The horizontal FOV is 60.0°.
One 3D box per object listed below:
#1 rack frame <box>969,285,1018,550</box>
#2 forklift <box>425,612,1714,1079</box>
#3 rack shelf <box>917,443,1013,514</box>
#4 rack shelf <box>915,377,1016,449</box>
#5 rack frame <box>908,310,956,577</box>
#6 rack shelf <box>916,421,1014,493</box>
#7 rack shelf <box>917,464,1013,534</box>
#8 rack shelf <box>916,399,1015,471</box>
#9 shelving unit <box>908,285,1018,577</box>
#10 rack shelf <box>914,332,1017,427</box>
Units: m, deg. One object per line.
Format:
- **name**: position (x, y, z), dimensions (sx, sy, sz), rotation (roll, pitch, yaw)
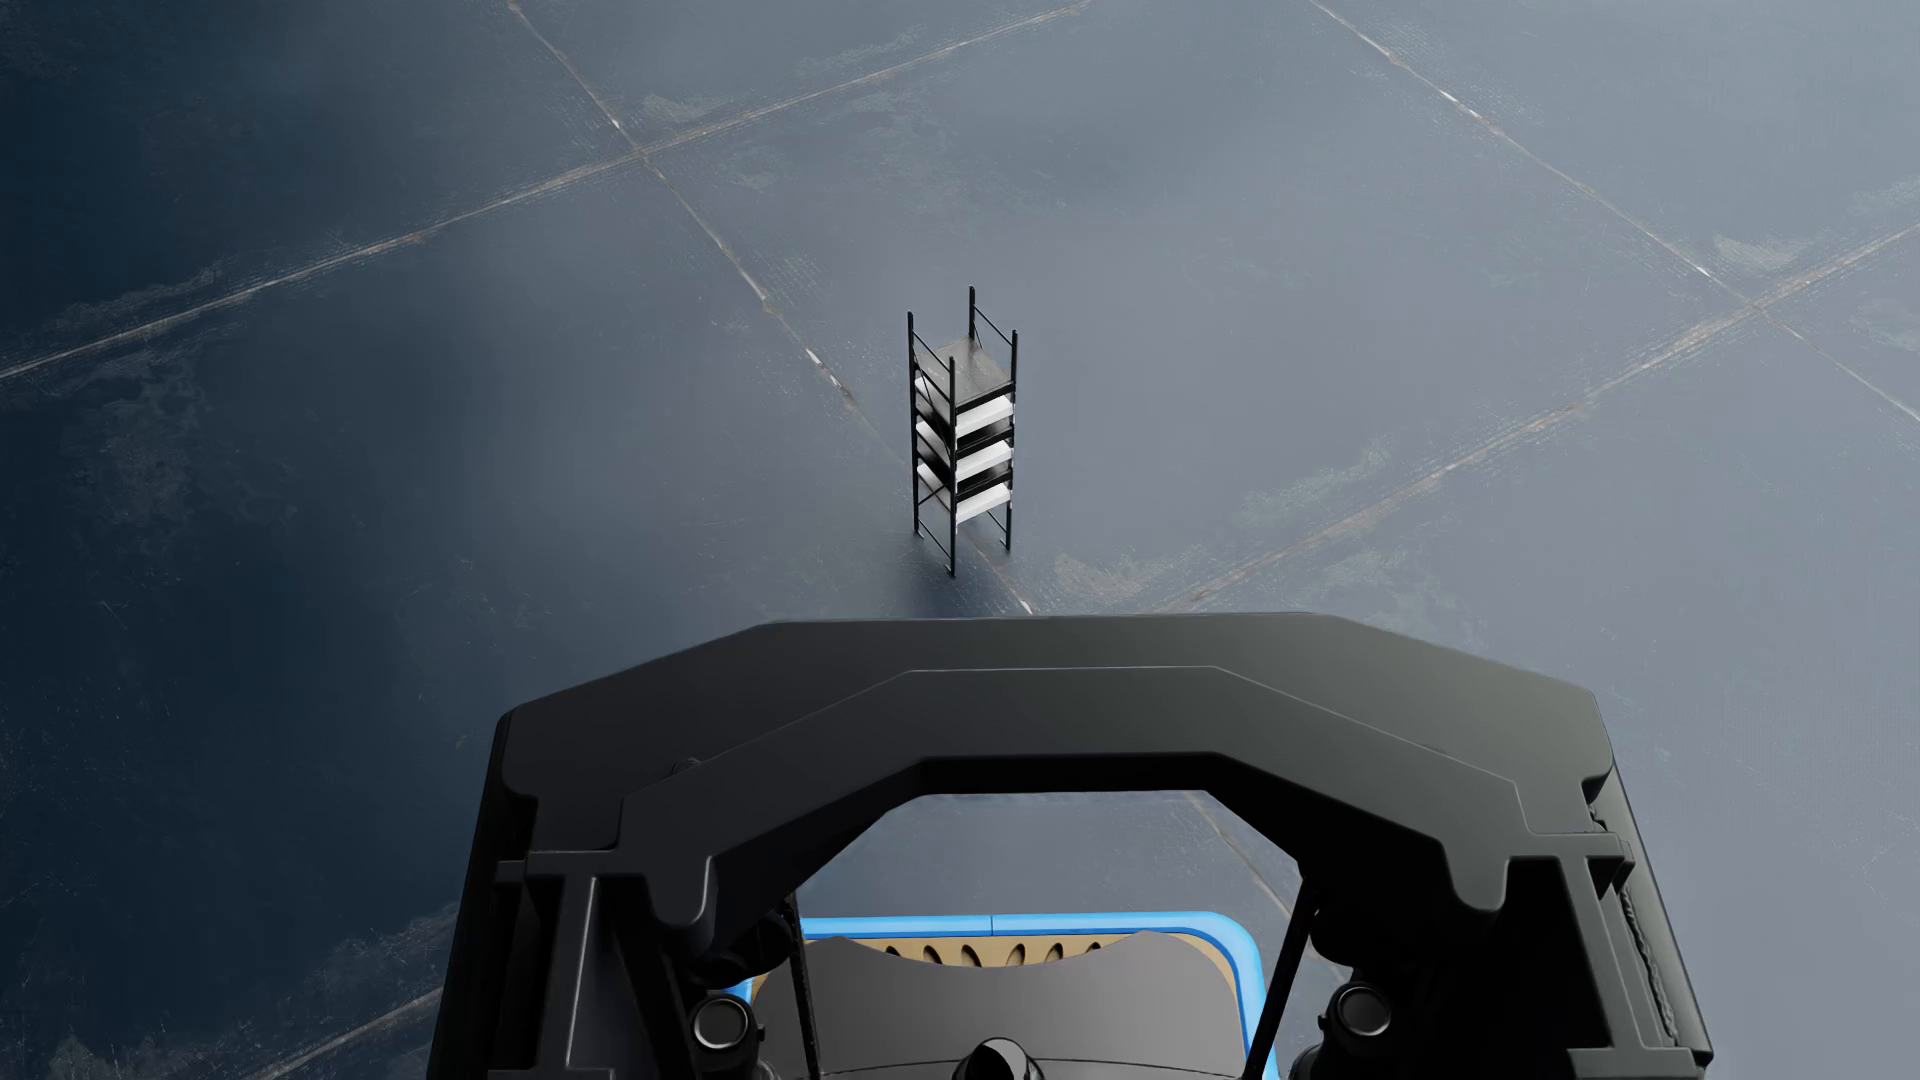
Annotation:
- **rack frame**: position (0.093, -0.343, 4.953), dimensions (0.006, 0.900, 0.240), rotation (-25, 53, -21)
- **forklift**: position (0.089, 1.561, 1.897), dimensions (1.130, 2.935, 3.031), rotation (-1, 48, -1)
- **rack shelf**: position (0.007, -0.220, 5.009), dimensions (0.200, 0.077, 0.258), rotation (-25, 53, -21)
- **rack shelf**: position (0.007, -0.400, 4.807), dimensions (0.200, 0.077, 0.258), rotation (-25, 53, -21)
- **rack frame**: position (-0.079, -0.262, 4.881), dimensions (0.006, 0.900, 0.240), rotation (-25, 53, -21)
- **rack shelf**: position (0.007, -0.280, 4.942), dimensions (0.200, 0.077, 0.258), rotation (-25, 53, -21)
- **rack shelf**: position (0.007, -0.161, 5.076), dimensions (0.200, 0.077, 0.258), rotation (-25, 53, -21)
- **rack shelf**: position (0.007, -0.340, 4.874), dimensions (0.200, 0.077, 0.258), rotation (-25, 53, -21)
- **shelving unit**: position (0.007, -0.302, 4.917), dimensions (0.210, 0.900, 0.258), rotation (-25, 53, -21)
- **rack shelf**: position (0.007, -0.460, 4.740), dimensions (0.200, 0.077, 0.258), rotation (-25, 53, -21)
